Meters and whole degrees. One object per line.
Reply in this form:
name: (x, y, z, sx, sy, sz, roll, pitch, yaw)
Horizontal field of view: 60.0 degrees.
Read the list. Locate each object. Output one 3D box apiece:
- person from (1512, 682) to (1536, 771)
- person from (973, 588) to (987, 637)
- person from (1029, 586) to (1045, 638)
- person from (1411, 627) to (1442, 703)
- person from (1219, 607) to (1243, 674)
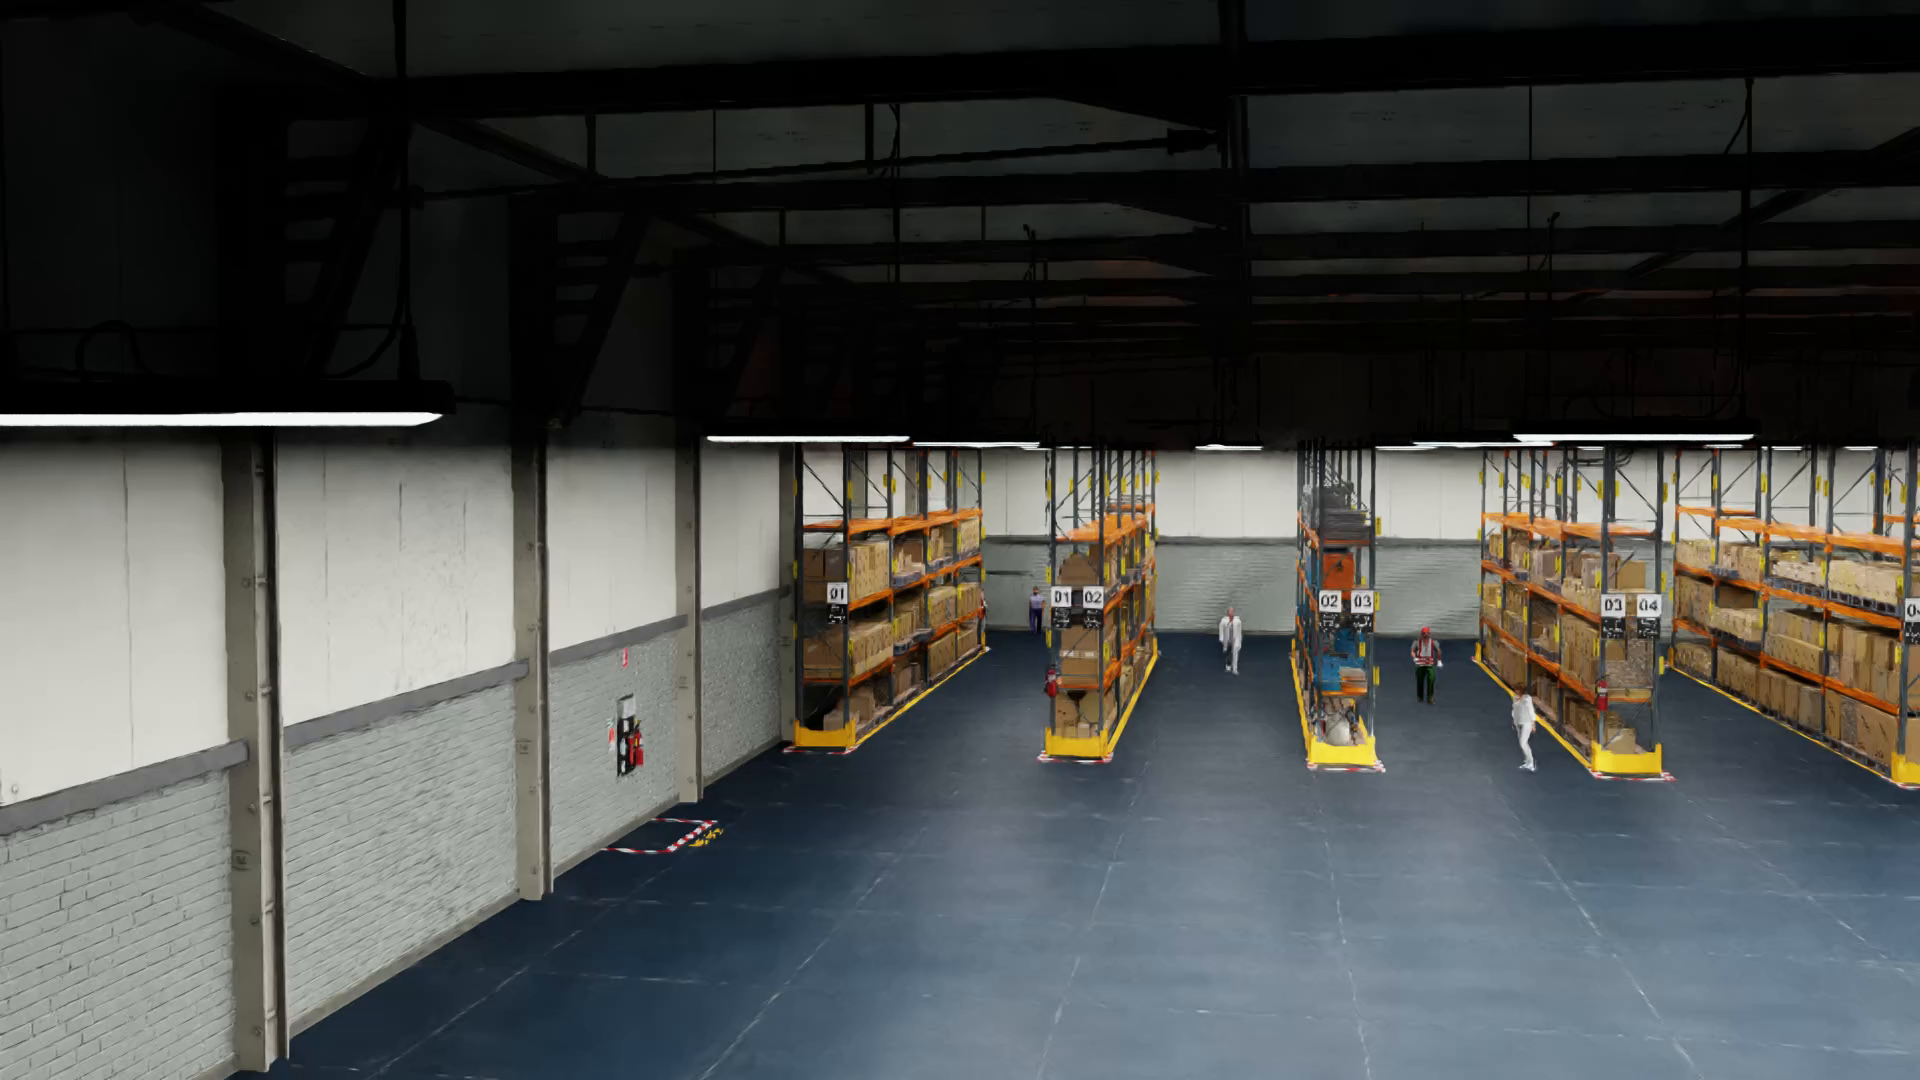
person: (10.164, 3.347, 29.912, 0.430, 1.566, 0.520, -1, 3, -26)
person: (0.490, 2.266, 49.594, 0.638, 1.665, 0.494, -2, 3, -30)
person: (2.383, 2.205, 51.416, 0.491, 1.590, 1.001, 0, 3, 9)
person: (10.666, 2.842, 38.016, 0.713, 1.749, 0.683, 1, 3, 14)
person: (6.995, 2.582, 42.977, 0.598, 1.698, 1.194, 1, 3, 13)
